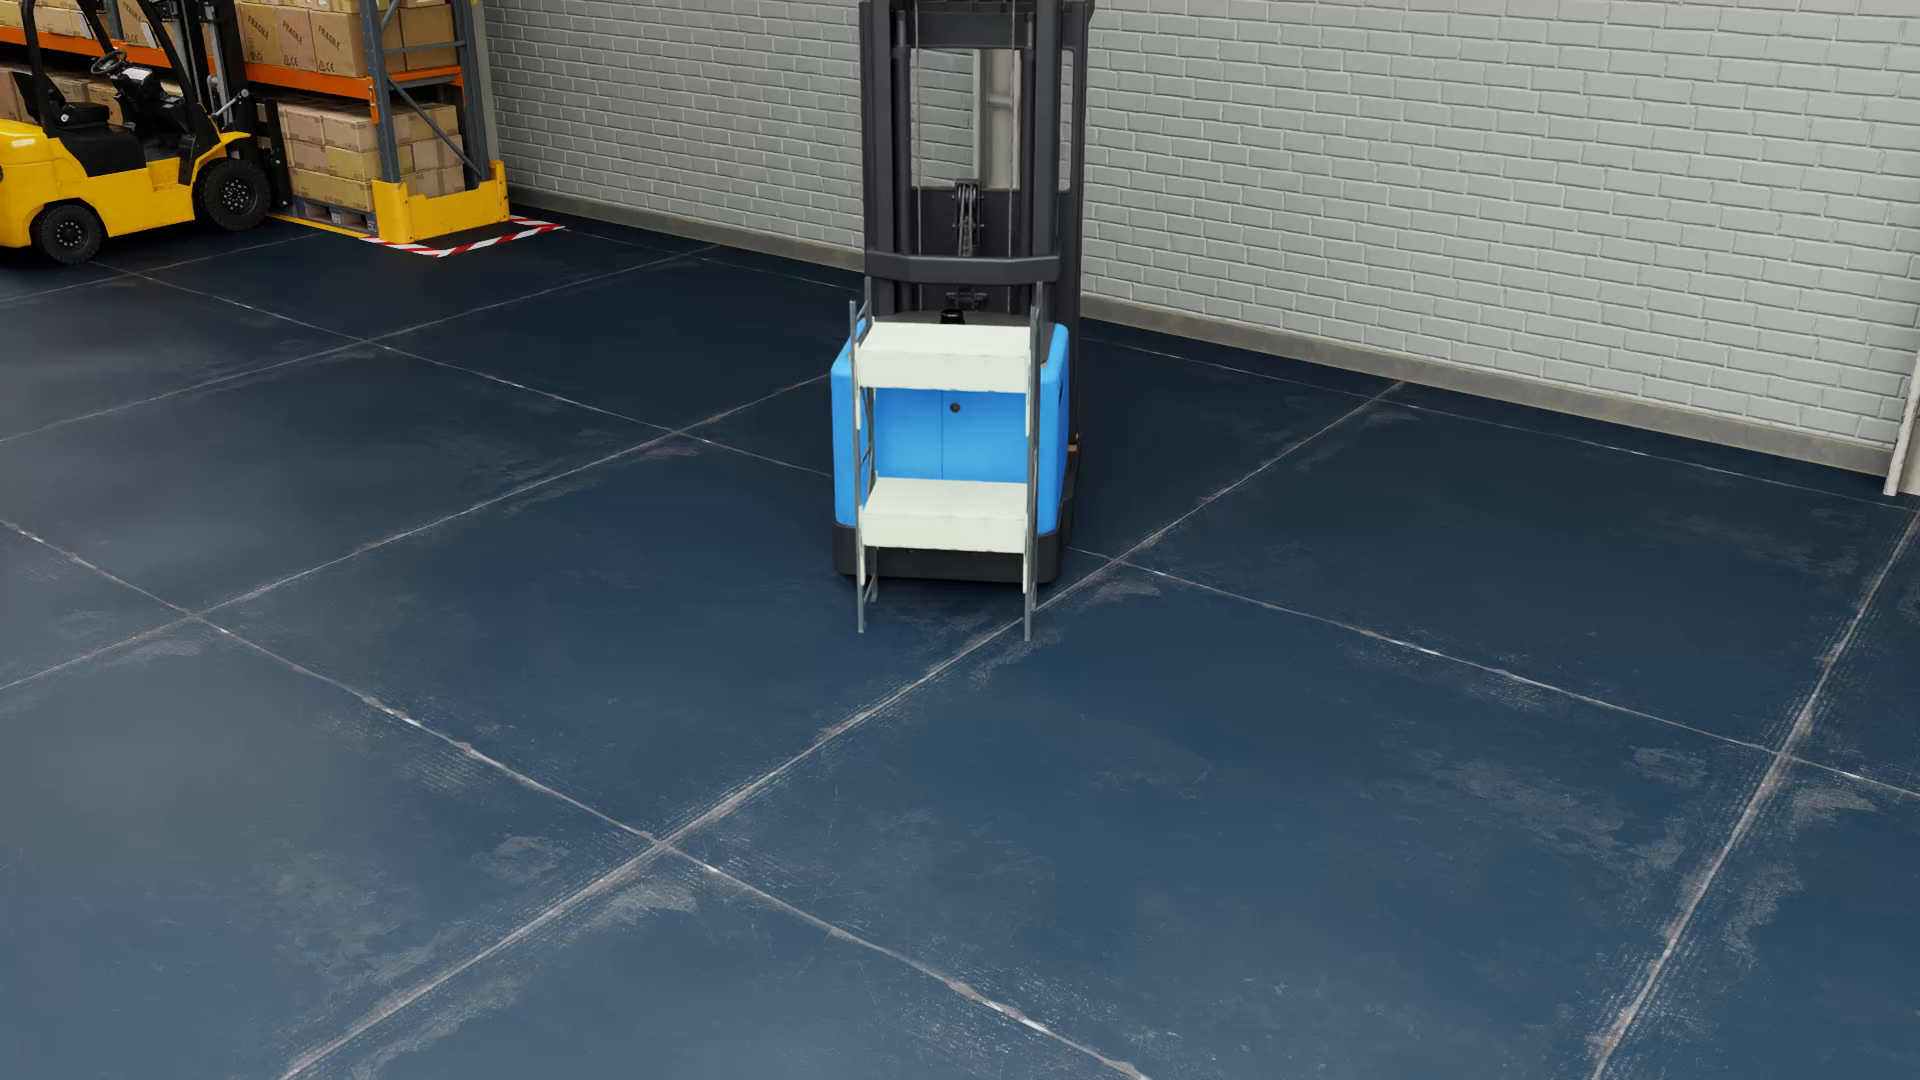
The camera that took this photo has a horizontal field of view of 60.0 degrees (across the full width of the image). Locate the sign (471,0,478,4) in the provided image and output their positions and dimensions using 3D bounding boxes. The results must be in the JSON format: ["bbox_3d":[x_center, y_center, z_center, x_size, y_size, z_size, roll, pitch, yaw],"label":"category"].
[{"bbox_3d":[-4.111,-4.672,13.962,0.005,0.325,0.100,17,29,33],"label":"sign"}]

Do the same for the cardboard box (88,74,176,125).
[{"bbox_3d":[-8.074,-4.257,16.617,0.625,0.625,0.875,18,30,36],"label":"cardboard box"}]

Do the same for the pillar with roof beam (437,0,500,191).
[{"bbox_3d":[-7.047,-5.878,10.429,0.400,9.000,9.100,17,29,33],"label":"pillar with roof beam"}]

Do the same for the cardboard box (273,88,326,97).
[{"bbox_3d":[-5.921,-4.001,15.260,0.500,0.250,0.500,16,28,32],"label":"cardboard box"}]

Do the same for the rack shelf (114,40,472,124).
[{"bbox_3d":[-6.049,-4.216,14.992,4.000,0.370,1.077,17,29,33],"label":"rack shelf"}]

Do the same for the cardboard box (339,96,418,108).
[{"bbox_3d":[-5.122,-3.750,14.691,0.500,0.250,0.500,17,29,33],"label":"cardboard box"}]

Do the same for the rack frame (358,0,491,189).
[{"bbox_3d":[-4.449,-4.062,13.749,0.127,3.000,1.000,17,29,33],"label":"rack frame"}]

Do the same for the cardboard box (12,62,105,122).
[{"bbox_3d":[-9.293,-4.629,17.459,0.625,0.625,0.875,15,28,31],"label":"cardboard box"}]

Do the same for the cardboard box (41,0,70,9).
[{"bbox_3d":[-8.612,-5.348,16.233,0.500,0.250,0.500,16,28,32],"label":"cardboard box"}]

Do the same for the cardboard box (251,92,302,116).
[{"bbox_3d":[-6.227,-3.830,14.871,0.500,0.250,0.500,16,28,32],"label":"cardboard box"}]

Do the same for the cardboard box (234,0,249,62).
[{"bbox_3d":[-6.229,-4.512,14.647,0.500,0.500,0.500,17,29,34],"label":"cardboard box"}]

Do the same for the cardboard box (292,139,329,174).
[{"bbox_3d":[-5.421,-3.366,14.439,0.500,0.250,0.500,16,29,33],"label":"cardboard box"}]

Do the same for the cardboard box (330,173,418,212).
[{"bbox_3d":[-5.014,-3.008,14.245,0.500,0.250,0.500,17,29,34],"label":"cardboard box"}]

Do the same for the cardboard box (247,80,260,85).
[{"bbox_3d":[-6.725,-4.246,15.817,0.500,0.250,0.500,16,29,33],"label":"cardboard box"}]

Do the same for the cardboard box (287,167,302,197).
[{"bbox_3d":[-5.801,-3.255,14.806,0.500,0.250,0.500,17,29,34],"label":"cardboard box"}]

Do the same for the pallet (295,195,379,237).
[{"bbox_3d":[-5.086,-2.957,14.700,1.213,0.211,1.003,17,29,33],"label":"pallet"}]

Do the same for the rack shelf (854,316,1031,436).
[{"bbox_3d":[-0.050,-0.695,7.000,0.720,0.370,0.431,3,24,6],"label":"rack shelf"}]

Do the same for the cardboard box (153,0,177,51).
[{"bbox_3d":[-7.024,-4.763,15.216,0.500,0.500,0.500,17,29,34],"label":"cardboard box"}]

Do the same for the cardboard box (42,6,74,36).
[{"bbox_3d":[-8.615,-5.118,16.331,0.500,0.250,0.500,17,29,33],"label":"cardboard box"}]

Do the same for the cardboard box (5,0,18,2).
[{"bbox_3d":[-9.410,-5.601,16.809,0.500,0.250,0.500,17,29,34],"label":"cardboard box"}]

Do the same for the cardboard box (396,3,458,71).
[{"bbox_3d":[-4.679,-4.317,14.204,0.500,0.500,0.500,18,29,35],"label":"cardboard box"}]

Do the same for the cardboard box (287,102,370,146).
[{"bbox_3d":[-5.416,-3.586,14.317,0.500,0.250,0.500,17,29,34],"label":"cardboard box"}]

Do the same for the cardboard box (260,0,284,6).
[{"bbox_3d":[-5.721,-4.646,14.145,0.250,0.149,0.380,16,28,32],"label":"cardboard box"}]

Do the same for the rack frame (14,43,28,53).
[{"bbox_3d":[-10.850,-5.997,18.140,0.127,3.000,1.000,17,29,33],"label":"rack frame"}]

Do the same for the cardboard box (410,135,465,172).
[{"bbox_3d":[-4.700,-3.405,14.528,0.500,0.250,0.500,17,29,34],"label":"cardboard box"}]

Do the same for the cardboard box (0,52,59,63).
[{"bbox_3d":[-10.359,-4.947,18.181,0.625,0.625,0.875,18,29,35],"label":"cardboard box"}]

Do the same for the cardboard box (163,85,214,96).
[{"bbox_3d":[-7.047,-4.076,15.429,0.500,0.250,0.500,17,29,33],"label":"cardboard box"}]

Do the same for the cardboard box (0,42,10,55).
[{"bbox_3d":[-11.081,-5.568,18.943,0.250,0.149,0.380,19,30,36],"label":"cardboard box"}]

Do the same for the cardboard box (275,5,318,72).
[{"bbox_3d":[-5.410,-4.271,14.098,0.500,0.500,0.500,18,29,35],"label":"cardboard box"}]

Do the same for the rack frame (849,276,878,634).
[{"bbox_3d":[-0.413,-0.355,7.196,0.023,1.500,0.400,3,24,6],"label":"rack frame"}]

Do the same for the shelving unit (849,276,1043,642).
[{"bbox_3d":[-0.050,-0.338,7.157,0.755,1.500,0.431,3,24,6],"label":"shelving unit"}]

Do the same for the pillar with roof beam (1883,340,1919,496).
[{"bbox_3d":[2.555,-2.976,3.843,0.400,9.000,9.100,17,29,33],"label":"pillar with roof beam"}]

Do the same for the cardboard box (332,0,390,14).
[{"bbox_3d":[-4.894,-4.398,13.583,0.250,0.149,0.380,17,29,34],"label":"cardboard box"}]

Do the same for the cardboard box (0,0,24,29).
[{"bbox_3d":[-9.412,-5.370,16.904,0.500,0.250,0.500,18,29,35],"label":"cardboard box"}]

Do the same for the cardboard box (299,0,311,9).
[{"bbox_3d":[-5.287,-4.533,13.889,0.250,0.149,0.380,17,29,34],"label":"cardboard box"}]

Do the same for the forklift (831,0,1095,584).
[{"bbox_3d":[0.093,-1.701,8.476,1.130,2.935,3.031,3,24,6],"label":"forklift"}]
